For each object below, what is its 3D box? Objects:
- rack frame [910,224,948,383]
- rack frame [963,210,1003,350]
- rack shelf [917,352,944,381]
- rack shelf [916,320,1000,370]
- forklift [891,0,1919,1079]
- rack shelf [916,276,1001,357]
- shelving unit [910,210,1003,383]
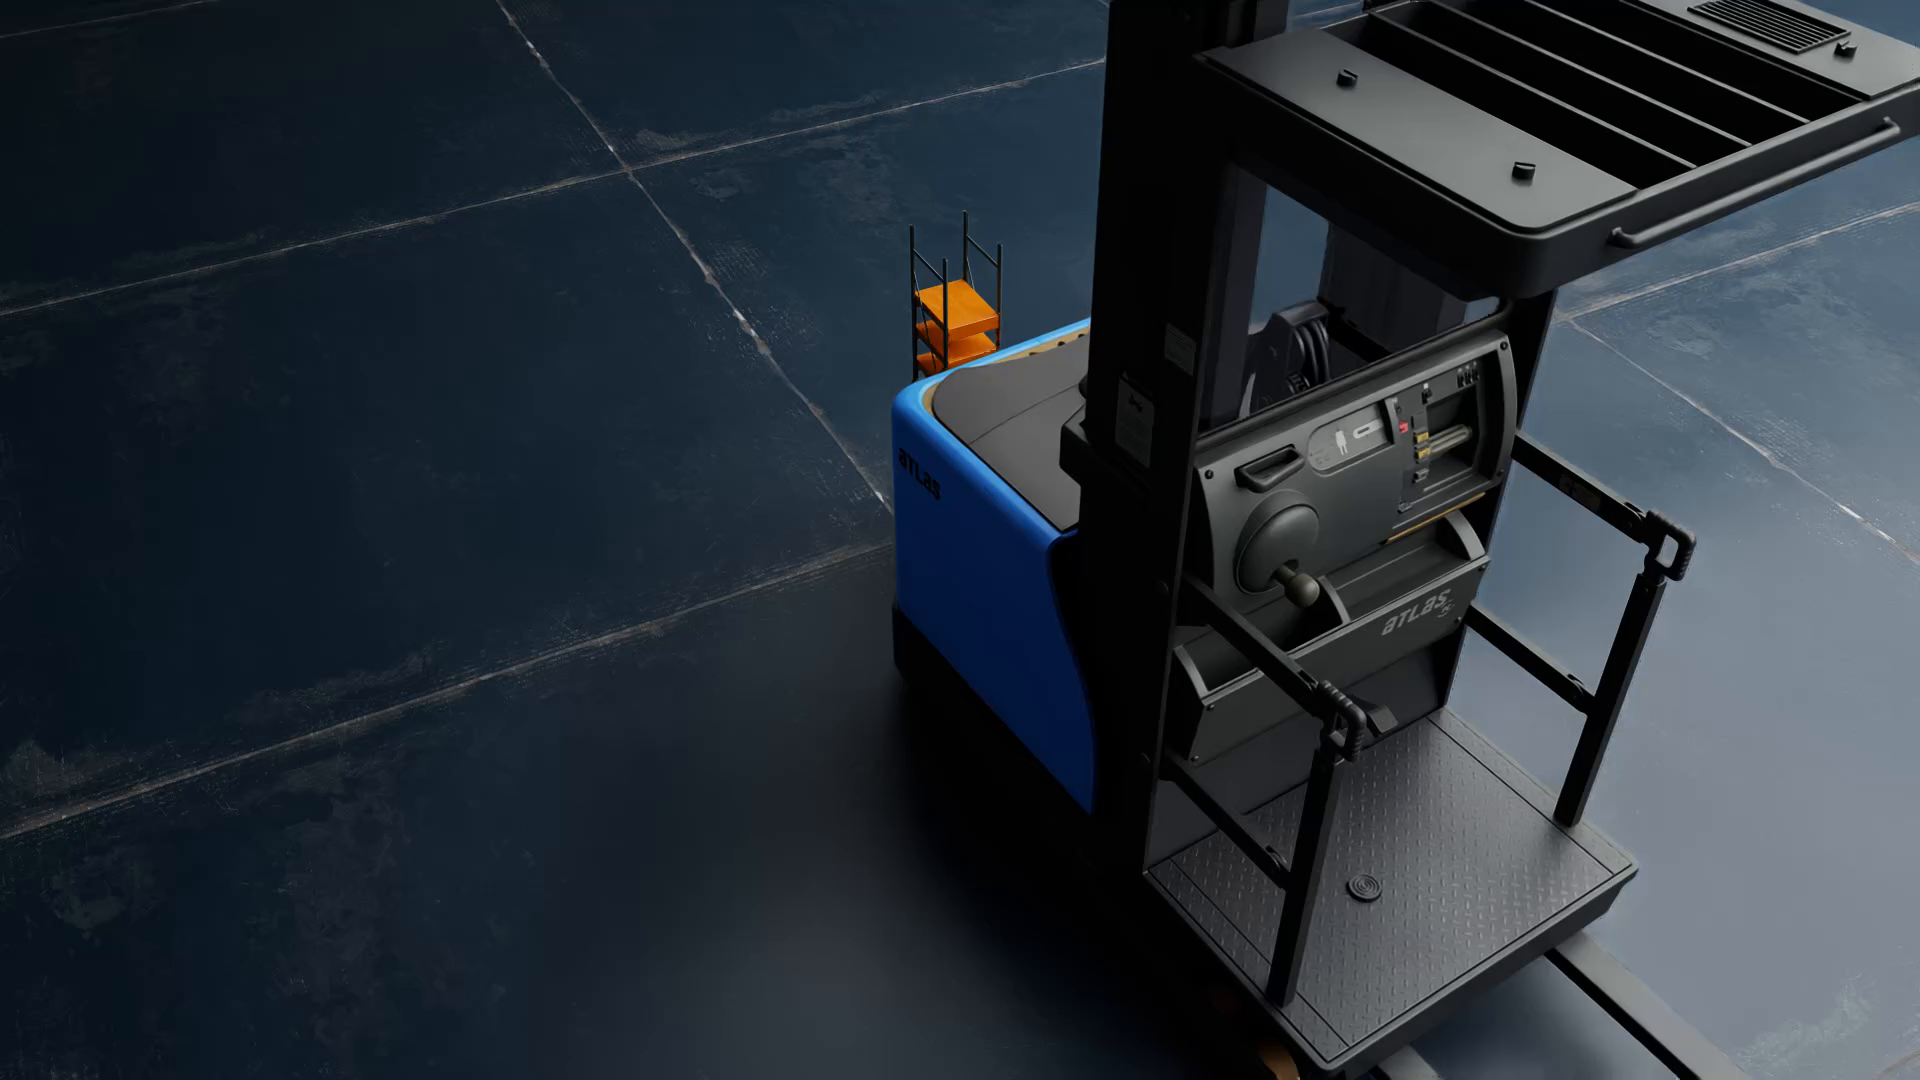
[{"bbox_3d":[-0.094,-0.426,5.325,0.006,1.200,0.240,-19,44,-21],"label":"rack frame"},{"bbox_3d":[0.068,-0.481,5.389,0.006,1.200,0.240,-19,44,-21],"label":"rack frame"},{"bbox_3d":[-0.013,-0.511,5.308,0.180,0.103,0.258,-19,44,-21],"label":"rack shelf"},{"bbox_3d":[-0.013,-0.603,5.231,0.180,0.103,0.258,-19,44,-21],"label":"rack shelf"},{"bbox_3d":[1.021,-0.086,3.582,1.130,2.935,3.031,-23,45,-25],"label":"forklift"},{"bbox_3d":[-0.013,-0.694,5.153,0.180,0.103,0.258,-19,44,-21],"label":"rack shelf"},{"bbox_3d":[-0.013,-0.454,5.357,0.189,1.200,0.258,-19,44,-21],"label":"shelving unit"}]
